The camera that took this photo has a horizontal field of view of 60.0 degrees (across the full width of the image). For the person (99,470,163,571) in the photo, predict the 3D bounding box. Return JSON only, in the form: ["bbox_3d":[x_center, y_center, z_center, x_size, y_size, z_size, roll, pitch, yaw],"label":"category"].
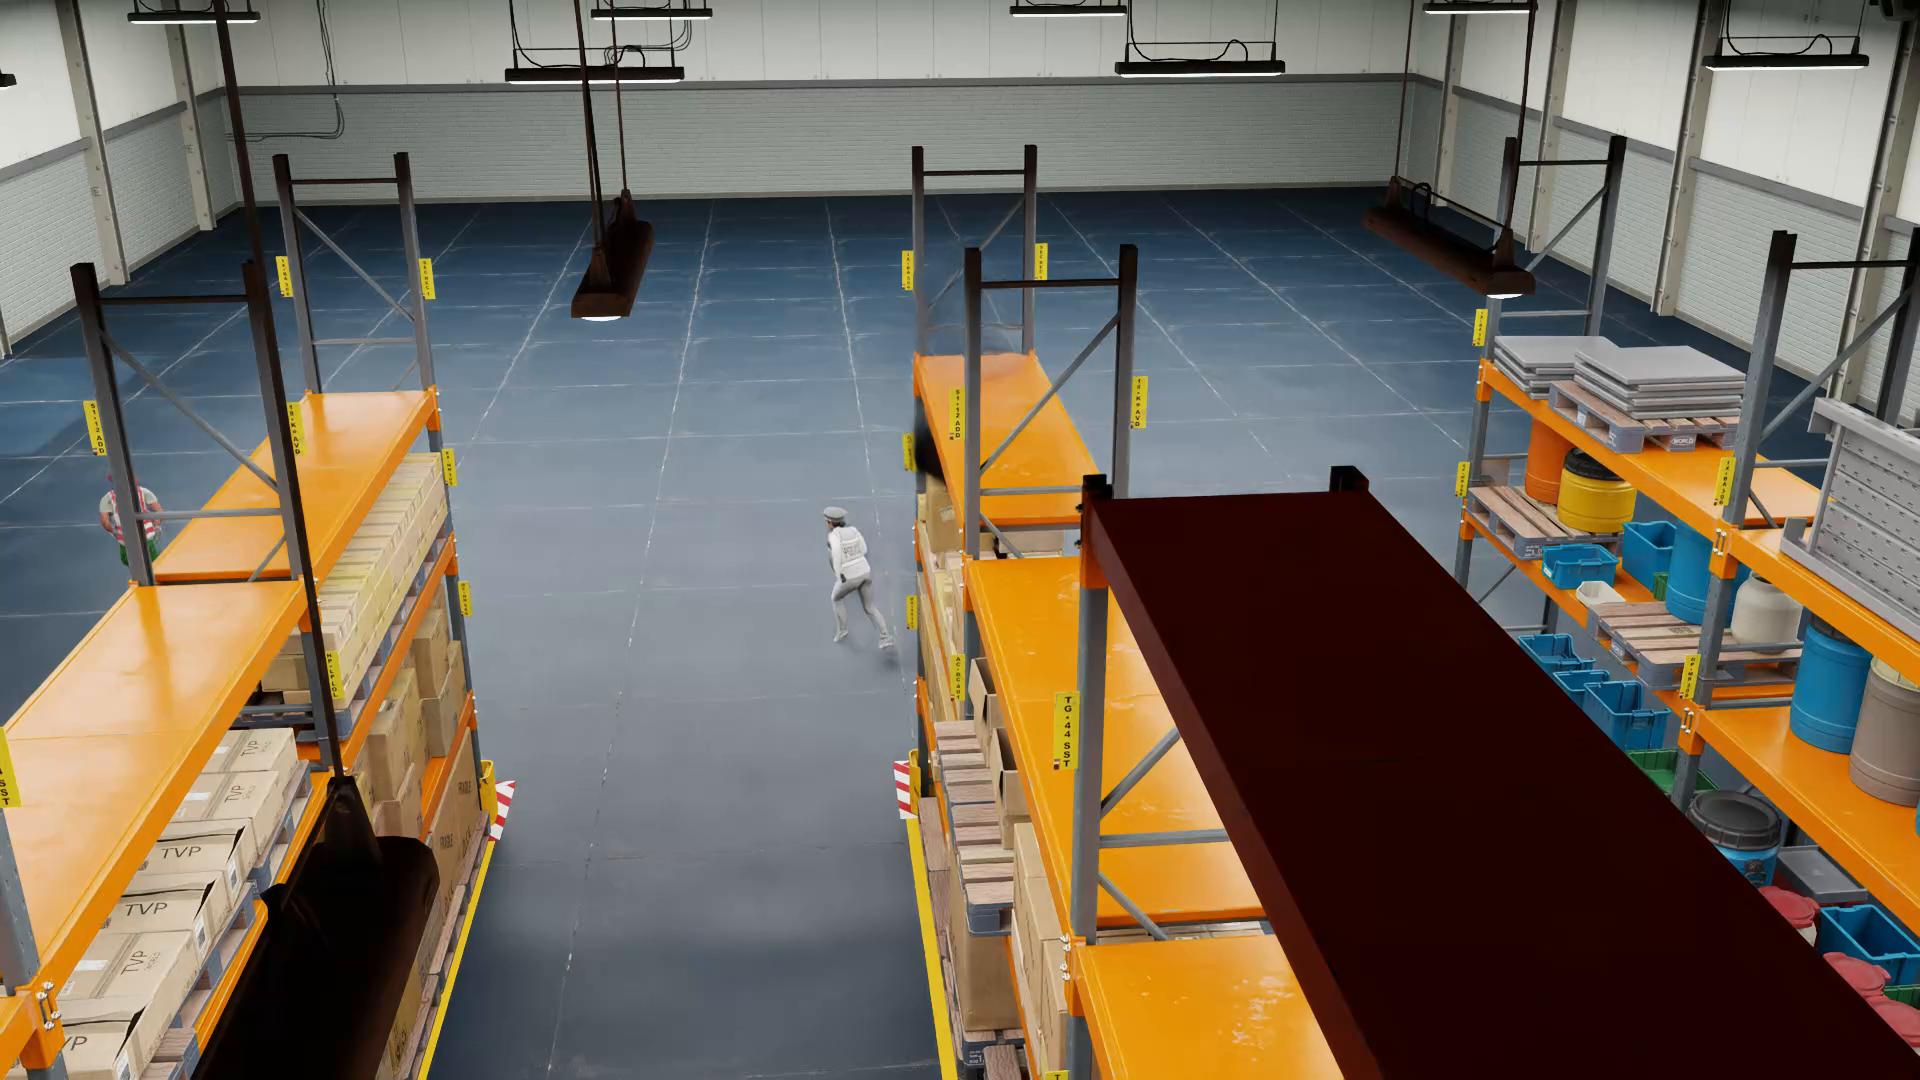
[{"bbox_3d":[-9.528,0.035,19.289,0.919,1.723,0.659,18,28,38],"label":"person"}]

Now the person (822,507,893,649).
[{"bbox_3d":[-1.127,0.506,18.302,0.957,1.622,0.657,17,27,37],"label":"person"}]
